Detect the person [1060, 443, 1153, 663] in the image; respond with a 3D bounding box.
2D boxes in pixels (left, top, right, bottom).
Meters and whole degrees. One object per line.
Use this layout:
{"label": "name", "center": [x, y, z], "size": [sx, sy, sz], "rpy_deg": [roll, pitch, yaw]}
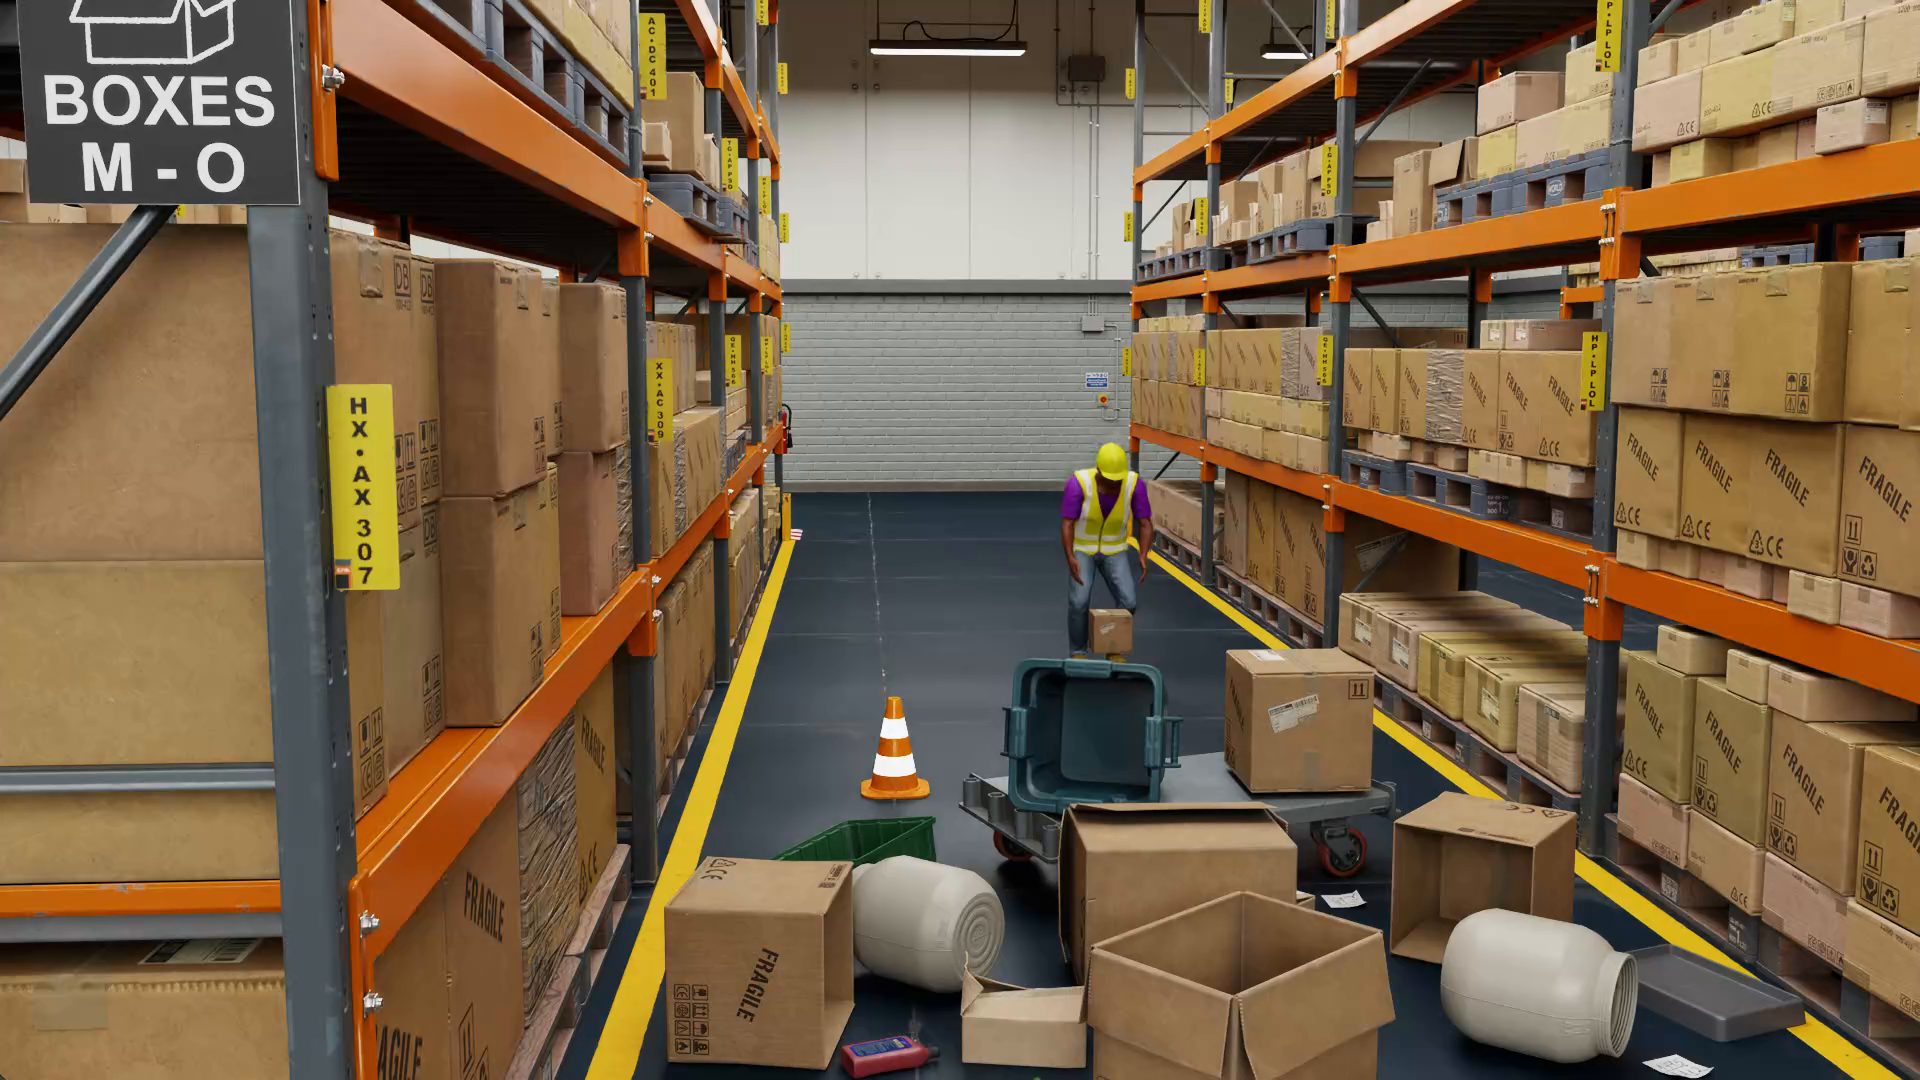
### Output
{"label": "person", "center": [0.984, 0.101, 11.240], "size": [0.625, 1.543, 0.666], "rpy_deg": [0, 7, -3]}
